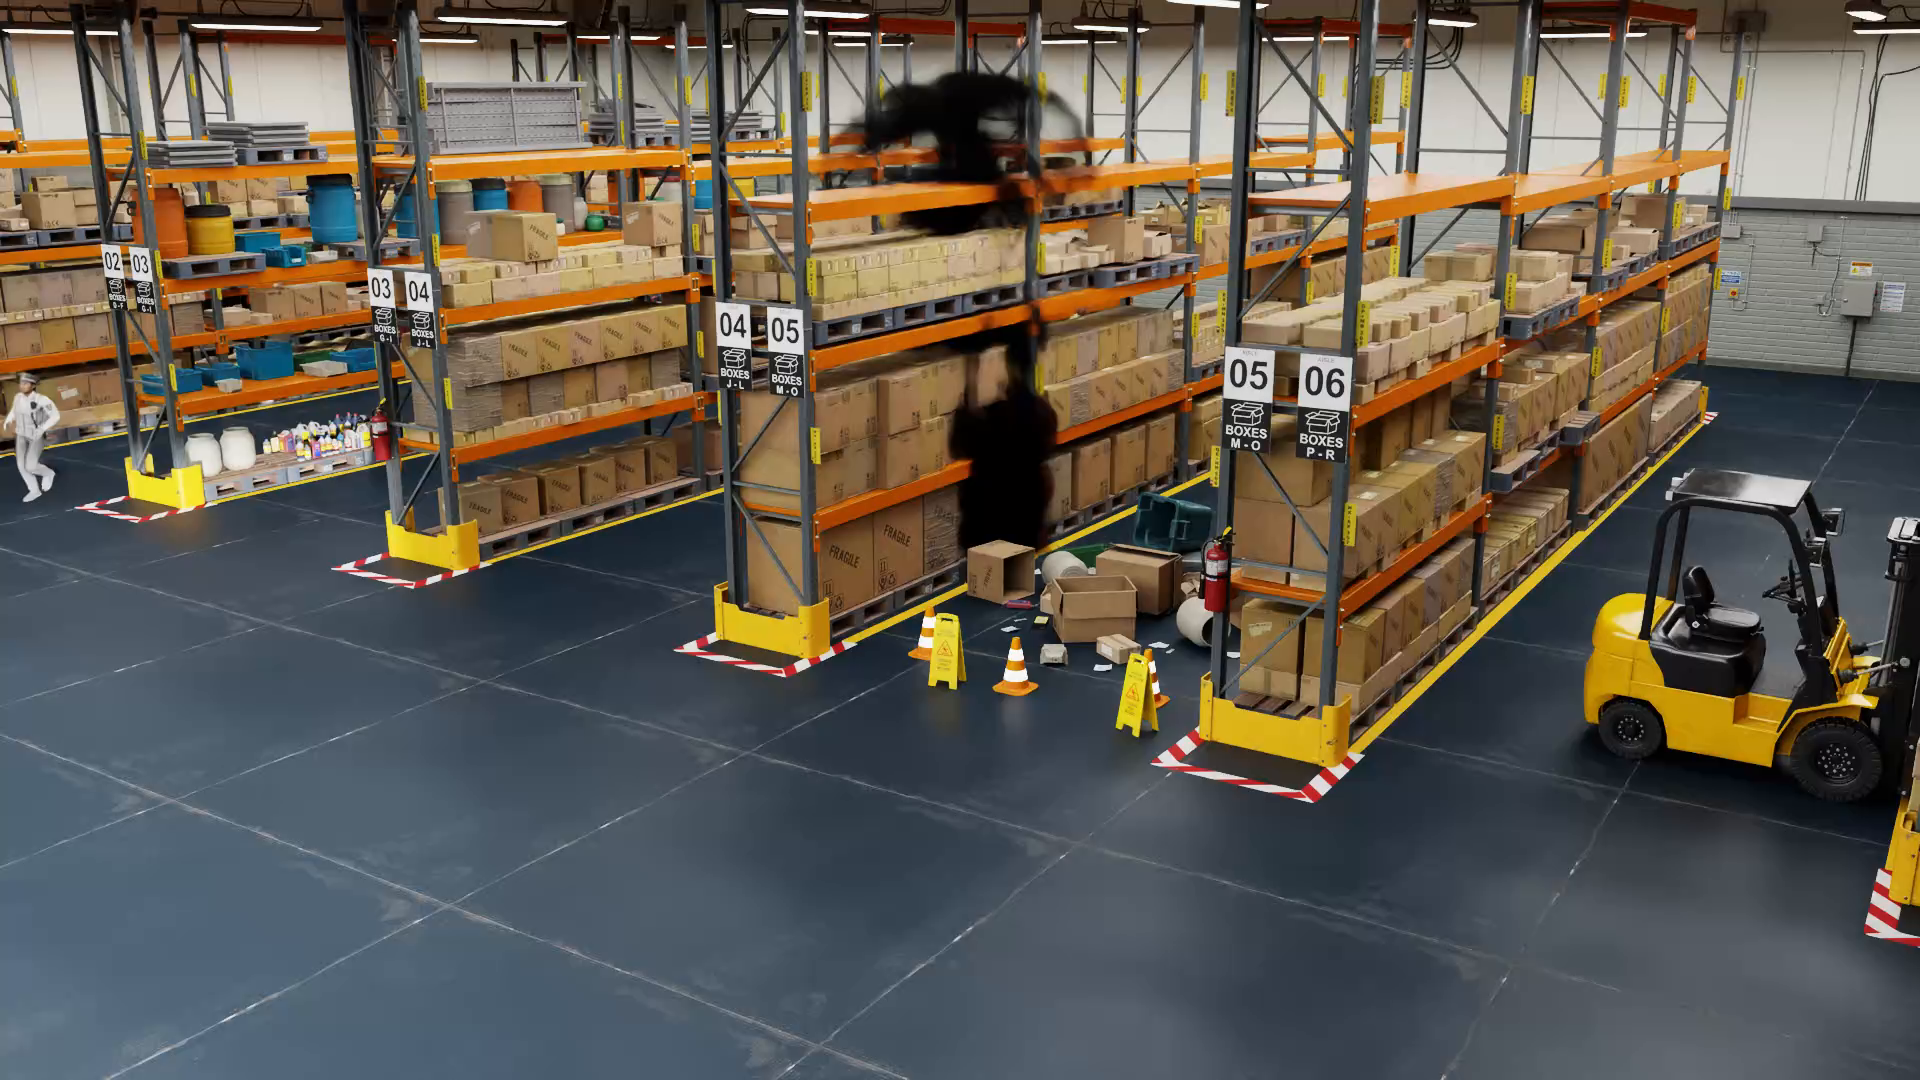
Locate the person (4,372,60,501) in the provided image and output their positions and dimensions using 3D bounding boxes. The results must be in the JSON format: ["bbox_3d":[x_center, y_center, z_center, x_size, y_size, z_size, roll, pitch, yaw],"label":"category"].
[{"bbox_3d":[-11.646,-1.306,20.901,0.643,1.652,0.592,3,16,11],"label":"person"}]

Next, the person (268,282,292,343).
[{"bbox_3d":[-12.050,-3.718,29.449,0.660,1.674,0.564,10,18,31],"label":"person"}]

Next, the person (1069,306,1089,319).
[{"bbox_3d":[1.922,-3.042,26.869,0.682,1.726,0.638,8,18,27],"label":"person"}]
